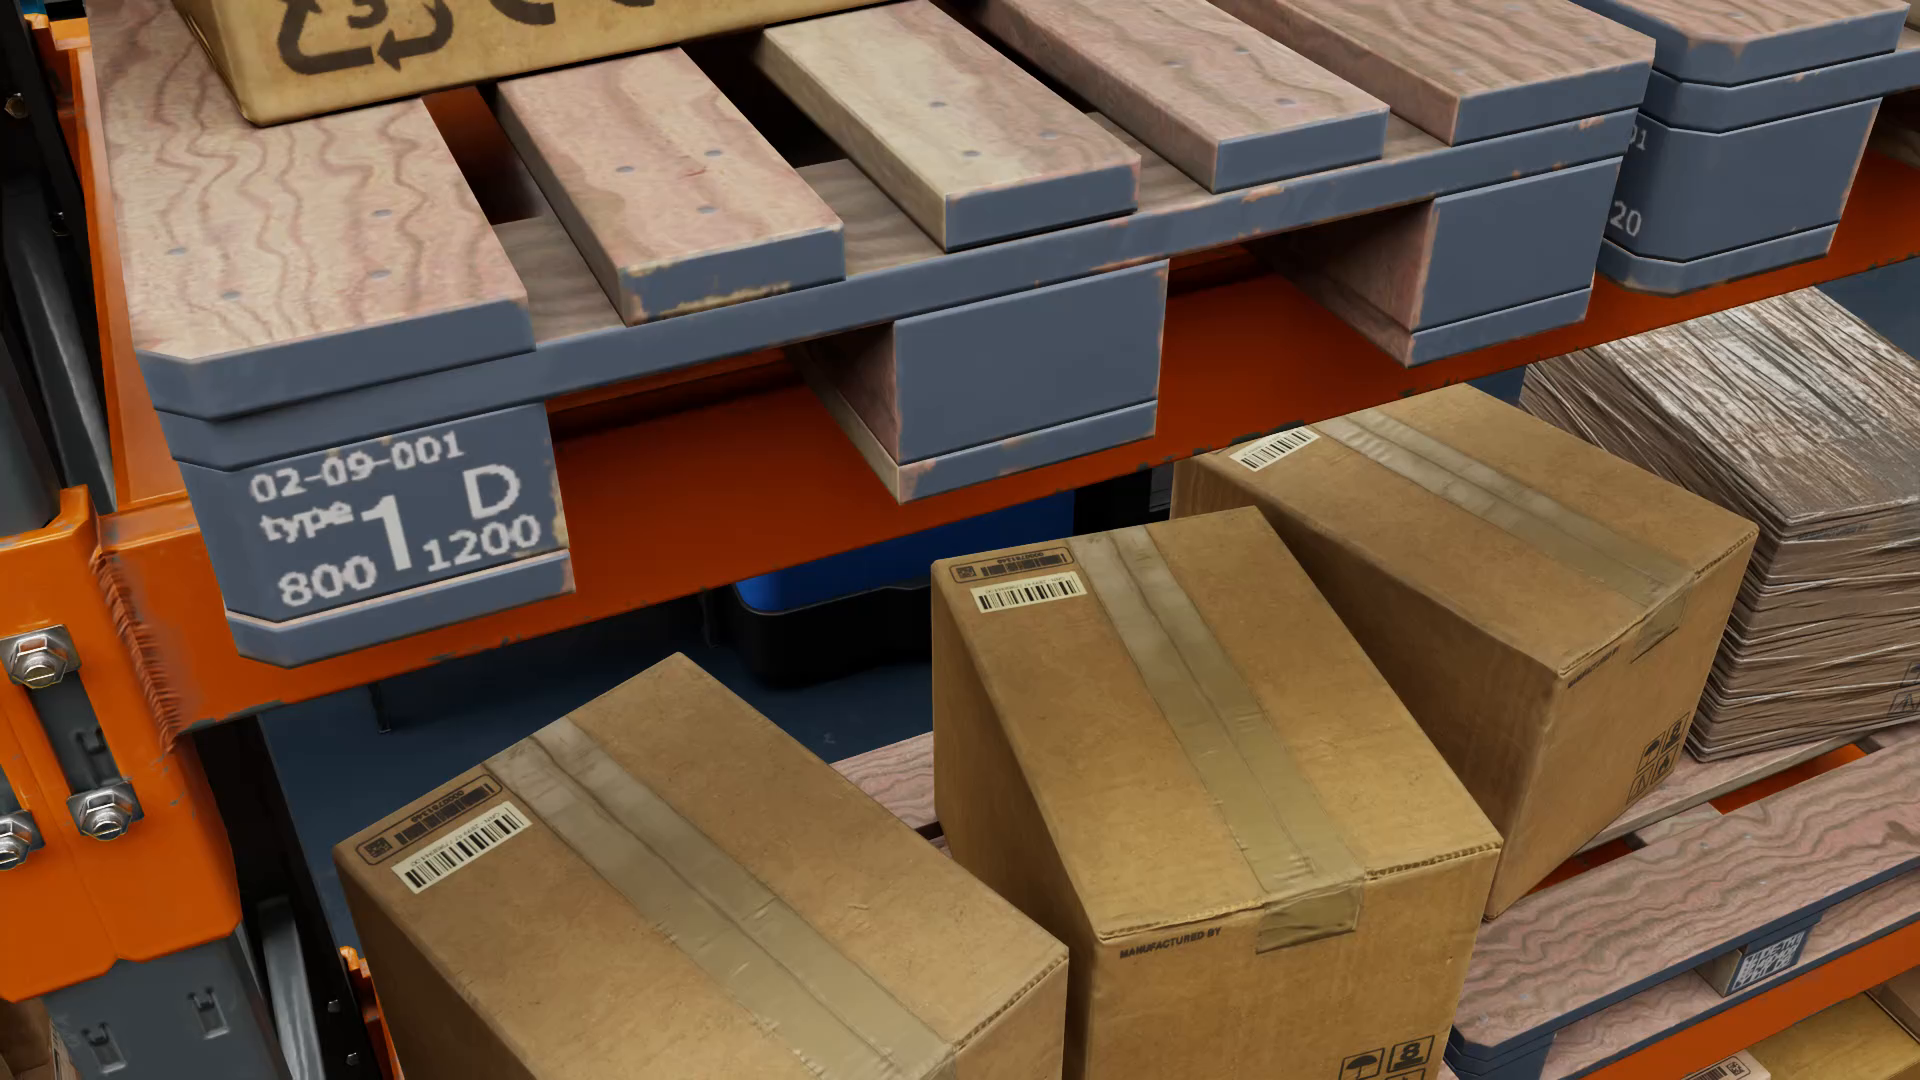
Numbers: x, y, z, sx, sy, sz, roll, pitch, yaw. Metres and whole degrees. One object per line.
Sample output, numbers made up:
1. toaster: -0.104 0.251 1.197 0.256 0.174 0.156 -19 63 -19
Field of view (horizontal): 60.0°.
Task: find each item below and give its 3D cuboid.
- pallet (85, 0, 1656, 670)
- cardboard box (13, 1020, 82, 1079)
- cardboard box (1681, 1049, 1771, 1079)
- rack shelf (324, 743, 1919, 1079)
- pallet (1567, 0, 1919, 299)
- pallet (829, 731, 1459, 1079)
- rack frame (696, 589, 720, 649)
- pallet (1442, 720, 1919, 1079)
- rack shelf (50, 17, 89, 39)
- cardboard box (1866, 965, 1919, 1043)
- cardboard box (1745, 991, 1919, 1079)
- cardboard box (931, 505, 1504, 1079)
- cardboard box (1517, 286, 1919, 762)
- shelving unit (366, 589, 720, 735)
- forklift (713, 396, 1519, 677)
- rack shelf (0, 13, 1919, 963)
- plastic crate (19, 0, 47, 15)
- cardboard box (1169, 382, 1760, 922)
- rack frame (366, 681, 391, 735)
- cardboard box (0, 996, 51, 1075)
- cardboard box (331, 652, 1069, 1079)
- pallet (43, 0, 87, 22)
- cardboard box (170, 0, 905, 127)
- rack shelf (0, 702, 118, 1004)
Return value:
1. pallet: -0.205 -0.454 1.484 1.003 0.211 1.213 -16 39 -20
2. cardboard box: -1.403 0.744 2.145 0.500 0.500 0.500 -15 39 -19
3. cardboard box: 1.075 0.957 3.041 0.500 0.250 0.500 -16 40 -21
4. rack shelf: 0.985 0.585 3.047 4.000 0.370 1.077 -16 39 -20
5. pallet: 0.732 -0.718 1.840 1.003 0.211 1.213 -16 39 -20
6. pallet: -0.056 0.736 2.401 1.213 0.211 1.003 -16 39 -20
7. rack frame: -0.876 -0.397 5.026 0.032 1.500 0.500 -14 39 -18
8. pallet: 1.037 0.362 2.906 1.213 0.211 1.003 -16 39 -20
9. rack shelf: -4.737 -1.075 5.285 4.000 0.370 1.077 -16 39 -20
10. cardboard box: 1.999 0.696 3.394 0.500 0.250 0.500 -14 39 -18
11. cardboard box: 1.580 1.111 3.463 0.500 0.500 0.500 -17 40 -22
12. cardboard box: 0.294 0.386 2.275 0.500 0.500 0.700 -10 38 -13
13. cardboard box: 1.364 -0.070 2.890 0.500 0.500 0.700 -9 37 -11
14. shelving unit: -1.345 -0.279 4.868 1.048 1.500 0.538 -14 39 -18
15. forklift: 0.577 -1.321 5.070 3.031 2.935 1.130 -14 39 -18
16. rack shelf: 0.985 -0.620 2.154 4.000 0.370 1.077 -16 39 -20
17. plastic crate: -3.205 -1.585 5.333 0.575 0.384 0.392 -16 39 -20
18. cardboard box: 0.747 0.113 2.643 0.500 0.500 0.700 -26 44 -31
19. rack frame: -1.814 -0.162 4.710 0.032 1.500 0.500 -14 39 -18
20. cardboard box: -1.372 0.328 1.866 0.500 0.500 0.500 -15 39 -19
21. cardboard box: -0.302 0.594 1.995 0.500 0.500 0.700 -30 46 -34
22. pallet: -5.753 -3.271 9.982 1.213 0.211 1.003 -16 39 -20
23. cardboard box: -0.338 -0.739 1.190 0.600 0.600 0.600 -19 41 -24
24. rack shelf: -2.636 0.393 0.789 4.000 0.370 1.077 -16 39 -20
